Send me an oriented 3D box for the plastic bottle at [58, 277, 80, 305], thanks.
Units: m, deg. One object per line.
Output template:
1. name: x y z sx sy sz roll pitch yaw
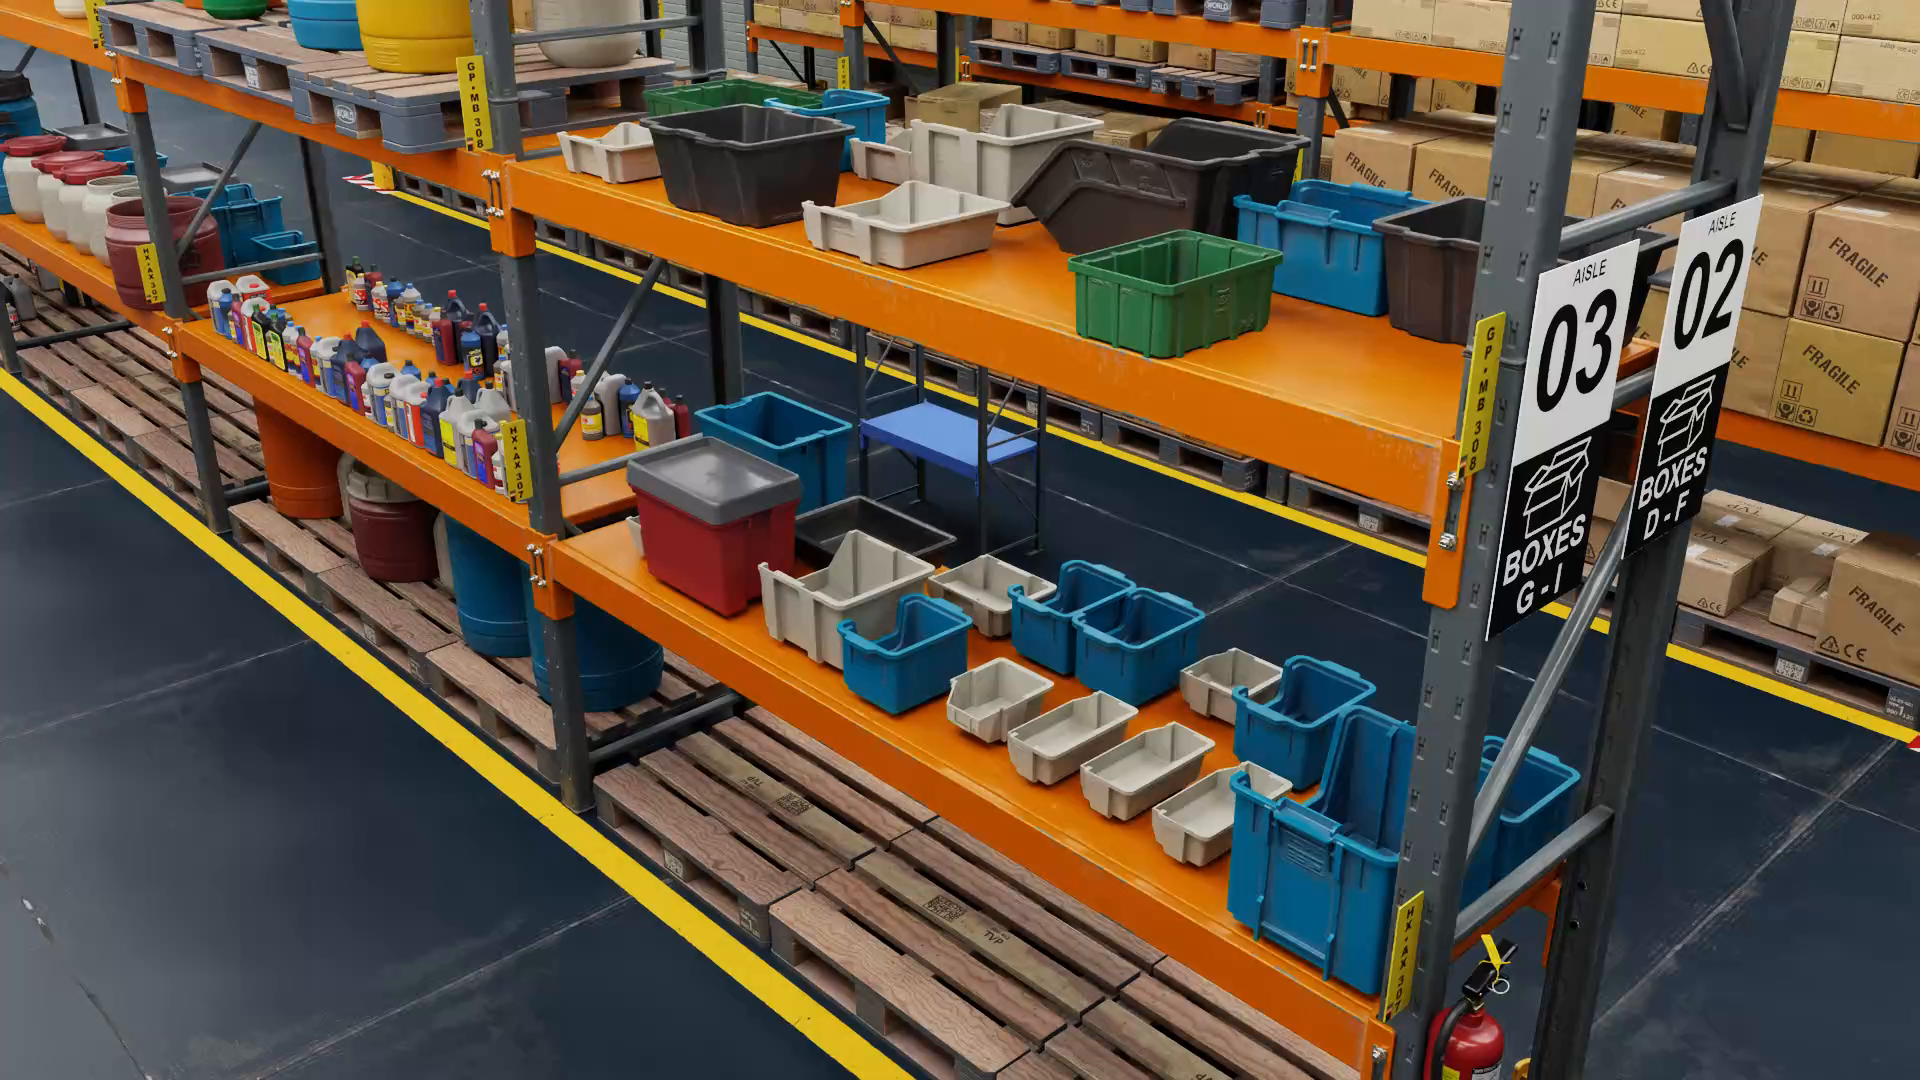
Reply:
1. plastic bottle: -7.143 -2.077 13.350 0.144 0.351 0.185 -21 32 -38

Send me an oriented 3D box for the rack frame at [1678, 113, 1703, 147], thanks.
1. rack frame: 5.910 -3.147 13.034 1.000 3.000 0.127 -21 32 -38

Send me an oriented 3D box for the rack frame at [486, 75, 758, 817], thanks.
1. rack frame: -1.321 -0.337 6.874 1.000 3.000 0.127 -21 32 -38

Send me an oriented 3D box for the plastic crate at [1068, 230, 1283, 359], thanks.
1. plastic crate: 0.530 -0.611 4.116 0.450 0.188 0.336 -21 32 -38

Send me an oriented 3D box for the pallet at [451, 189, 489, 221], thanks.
1. pallet: -4.522 -3.518 17.208 1.003 0.211 1.213 -21 32 -38

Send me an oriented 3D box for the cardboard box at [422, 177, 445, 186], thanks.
1. cardboard box: -5.356 -3.940 17.580 0.500 0.250 0.500 -21 32 -38

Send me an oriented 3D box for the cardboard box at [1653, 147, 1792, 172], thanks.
1. cardboard box: 3.871 -1.701 8.540 0.500 0.500 0.500 -22 32 -39

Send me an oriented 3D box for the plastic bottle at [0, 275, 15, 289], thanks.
1. plastic bottle: -7.480 -1.942 13.146 0.152 0.276 0.135 -21 32 -38

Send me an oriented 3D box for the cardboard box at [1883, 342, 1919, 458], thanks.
1. cardboard box: 4.526 -0.633 7.403 0.500 0.500 0.500 -20 31 -37

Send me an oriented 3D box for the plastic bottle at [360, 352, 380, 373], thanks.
1. plastic bottle: -2.817 -0.765 7.969 0.097 0.271 0.097 0 25 0

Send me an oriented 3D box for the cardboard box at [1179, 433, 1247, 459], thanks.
1. cardboard box: 1.751 -0.872 10.529 0.500 0.500 0.500 -21 32 -39

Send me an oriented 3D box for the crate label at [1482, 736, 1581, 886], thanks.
1. crate label: 1.484 0.756 4.608 0.416 0.233 0.303 -21 32 -38

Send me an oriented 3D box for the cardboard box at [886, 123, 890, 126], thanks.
1. cardboard box: -0.907 -3.238 13.341 0.500 0.311 0.500 -22 32 -39

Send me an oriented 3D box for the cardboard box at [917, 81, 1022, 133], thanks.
1. cardboard box: 0.076 -3.030 12.152 0.500 0.500 0.700 12 27 25

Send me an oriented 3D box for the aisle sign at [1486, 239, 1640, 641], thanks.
1. aisle sign: 1.248 -0.203 3.448 0.394 0.787 0.004 -21 32 -38

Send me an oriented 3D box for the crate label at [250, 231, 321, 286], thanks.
1. crate label: -4.070 -1.706 10.078 0.303 0.233 0.416 -21 32 -38

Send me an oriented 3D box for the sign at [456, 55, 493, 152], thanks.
1. sign: -1.724 -1.550 5.909 0.100 0.325 0.005 -21 32 -38

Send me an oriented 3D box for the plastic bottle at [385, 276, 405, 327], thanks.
1. plastic bottle: -3.111 -1.319 9.183 0.097 0.271 0.097 0 25 0

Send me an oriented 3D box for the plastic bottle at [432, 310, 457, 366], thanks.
1. plastic bottle: -2.665 -1.051 8.580 0.061 0.283 0.133 -21 32 -38

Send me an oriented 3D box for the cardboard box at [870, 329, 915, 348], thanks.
1. cardboard box: -0.334 -1.796 12.556 0.500 0.500 0.500 -20 31 -36

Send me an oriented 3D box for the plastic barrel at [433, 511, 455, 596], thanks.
1. plastic barrel: -2.485 0.024 8.576 0.421 0.512 0.421 0 25 0

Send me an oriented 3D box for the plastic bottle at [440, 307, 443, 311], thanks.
1. plastic bottle: -2.686 -1.148 8.792 0.061 0.283 0.133 -21 32 -38

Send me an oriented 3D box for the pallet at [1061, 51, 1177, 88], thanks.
1. pallet: 1.794 -4.860 17.020 1.003 0.211 1.213 -21 32 -38

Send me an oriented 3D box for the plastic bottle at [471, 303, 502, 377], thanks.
1. plastic bottle: -2.390 -1.022 8.435 0.144 0.351 0.185 -21 32 -38

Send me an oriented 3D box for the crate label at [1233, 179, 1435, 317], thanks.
1. crate label: 1.018 -0.793 4.439 0.408 0.251 0.502 -21 32 -38

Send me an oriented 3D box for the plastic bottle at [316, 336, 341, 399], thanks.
1. plastic bottle: -3.048 -0.849 8.147 0.152 0.276 0.135 -21 32 -38

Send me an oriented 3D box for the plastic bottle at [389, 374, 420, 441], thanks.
1. plastic bottle: -2.513 -0.612 7.627 0.152 0.276 0.135 -21 32 -38

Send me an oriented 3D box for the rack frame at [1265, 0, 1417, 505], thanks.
1. rack frame: 2.297 -1.741 9.952 1.000 3.000 0.127 -21 32 -38

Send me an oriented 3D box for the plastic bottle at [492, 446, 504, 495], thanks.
1. plastic bottle: -1.926 -0.301 7.036 0.097 0.201 0.097 0 25 0

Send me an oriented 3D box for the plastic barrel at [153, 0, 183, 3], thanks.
1. plastic barrel: -4.261 -2.903 9.072 0.294 0.245 0.294 0 25 0

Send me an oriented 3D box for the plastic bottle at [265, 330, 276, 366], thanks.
1. plastic bottle: -3.529 -1.012 8.593 0.097 0.201 0.097 0 25 0

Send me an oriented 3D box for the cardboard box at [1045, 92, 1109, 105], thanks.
1. cardboard box: 1.261 -4.624 17.850 0.500 0.250 0.500 -22 33 -39

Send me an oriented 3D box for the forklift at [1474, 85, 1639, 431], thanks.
1. forklift: 3.720 -2.576 11.866 1.130 2.935 3.031 -20 31 -37

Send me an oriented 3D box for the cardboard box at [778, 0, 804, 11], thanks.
1. cardboard box: -1.854 -6.682 20.037 0.500 0.500 0.500 -21 32 -38

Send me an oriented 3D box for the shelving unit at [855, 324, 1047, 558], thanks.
1. shelving unit: -0.058 -0.708 9.495 0.538 1.500 1.048 -21 32 -38

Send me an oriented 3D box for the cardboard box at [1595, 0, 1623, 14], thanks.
1. cardboard box: 3.124 -2.741 8.109 0.500 0.250 0.500 -21 32 -38

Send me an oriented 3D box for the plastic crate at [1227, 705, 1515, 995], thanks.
1. plastic crate: 1.048 0.783 4.304 0.616 0.435 0.499 -21 32 -38

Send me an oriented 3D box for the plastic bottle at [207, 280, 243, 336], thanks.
1. plastic bottle: -3.995 -1.269 9.068 0.152 0.276 0.135 -21 32 -38

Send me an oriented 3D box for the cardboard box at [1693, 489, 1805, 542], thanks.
1. cardboard box: 4.183 -0.026 8.976 0.500 0.250 0.500 -21 32 -38

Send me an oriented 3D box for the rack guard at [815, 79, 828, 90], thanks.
1. rack guard: -2.240 -5.622 21.472 1.175 0.500 0.348 -21 32 -38

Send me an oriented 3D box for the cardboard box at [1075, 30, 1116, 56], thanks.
1. cardboard box: 1.615 -5.291 17.083 0.700 0.500 0.500 -16 29 -32

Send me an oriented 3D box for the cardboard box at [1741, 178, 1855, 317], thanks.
1. cardboard box: 3.822 -1.395 7.868 0.500 0.500 0.500 -20 31 -37

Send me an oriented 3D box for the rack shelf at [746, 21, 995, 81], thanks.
1. rack shelf: -0.924 -5.849 19.825 1.077 0.370 4.000 -21 32 -38

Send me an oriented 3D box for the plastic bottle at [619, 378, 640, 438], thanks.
1. plastic bottle: -1.510 -0.610 7.628 0.097 0.271 0.097 0 25 0

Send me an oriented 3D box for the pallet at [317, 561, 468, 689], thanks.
1. pallet: -2.656 0.317 8.801 1.003 0.211 1.213 -21 32 -38

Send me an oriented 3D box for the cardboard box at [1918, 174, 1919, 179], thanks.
1. cardboard box: 7.269 -2.674 11.637 0.700 0.700 0.980 22 32 39

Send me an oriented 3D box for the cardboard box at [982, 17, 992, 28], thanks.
1. cardboard box: 0.274 -6.055 18.661 0.500 0.500 0.500 -22 33 -40

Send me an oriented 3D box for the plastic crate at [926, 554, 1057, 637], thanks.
1. plastic crate: 0.088 0.198 5.947 0.293 0.136 0.466 -21 32 -38

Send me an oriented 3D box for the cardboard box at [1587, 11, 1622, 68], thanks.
1. cardboard box: 3.128 -2.515 8.216 0.500 0.250 0.500 -21 32 -38

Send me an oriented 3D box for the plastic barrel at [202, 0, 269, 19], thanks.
1. plastic barrel: -3.499 -2.647 8.006 0.294 0.245 0.294 0 25 0

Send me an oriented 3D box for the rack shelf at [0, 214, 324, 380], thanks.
1. rack shelf: -5.422 -1.827 11.008 1.077 0.370 4.000 -21 32 -38

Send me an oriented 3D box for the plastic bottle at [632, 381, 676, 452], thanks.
1. plastic bottle: -1.353 -0.525 7.346 0.144 0.351 0.185 -21 32 -38

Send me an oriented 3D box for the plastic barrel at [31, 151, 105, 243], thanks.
1. plastic barrel: -5.794 -2.248 10.900 0.433 0.535 0.433 0 25 0

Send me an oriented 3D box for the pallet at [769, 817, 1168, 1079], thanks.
1. pallet: 0.048 1.514 6.178 1.003 0.211 1.213 -21 32 -38

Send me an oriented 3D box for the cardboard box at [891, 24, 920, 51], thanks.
1. cardboard box: -0.437 -5.723 18.836 0.500 0.250 0.500 -21 32 -38

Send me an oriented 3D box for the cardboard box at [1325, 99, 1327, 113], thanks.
1. cardboard box: 3.398 -4.010 15.203 0.380 0.149 0.250 -21 32 -38

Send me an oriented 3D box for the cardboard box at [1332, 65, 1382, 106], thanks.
1. cardboard box: 3.673 -4.168 14.769 0.500 0.500 0.500 -20 31 -37

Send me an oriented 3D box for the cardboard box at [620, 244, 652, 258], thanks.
1. cardboard box: -2.728 -2.757 14.986 0.500 0.250 0.500 -20 31 -37

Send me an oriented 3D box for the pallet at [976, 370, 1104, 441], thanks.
1. pallet: 0.875 -1.077 11.858 1.003 0.211 1.213 -21 32 -38
